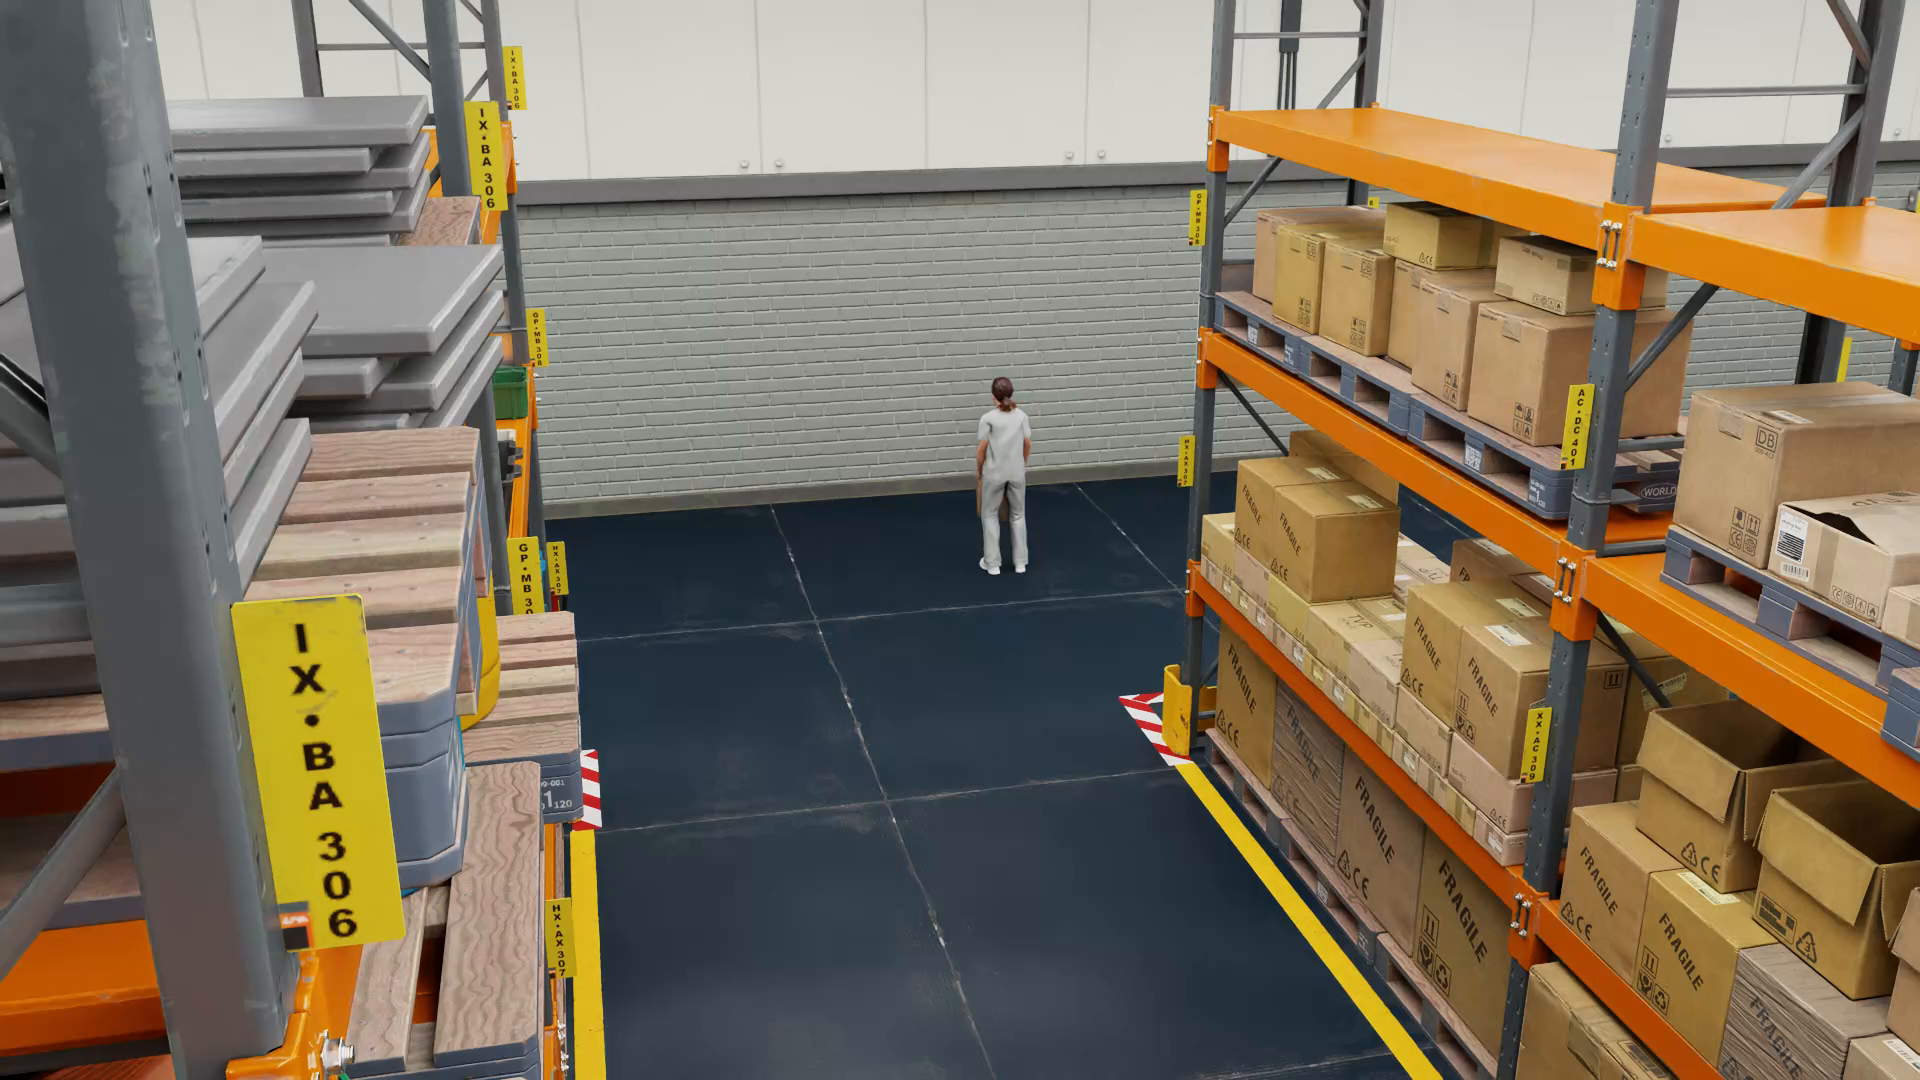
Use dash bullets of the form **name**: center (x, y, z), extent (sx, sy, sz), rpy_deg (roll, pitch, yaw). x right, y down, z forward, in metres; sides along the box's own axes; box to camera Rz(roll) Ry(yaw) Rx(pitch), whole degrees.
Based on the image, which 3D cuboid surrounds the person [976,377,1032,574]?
- **person**: center (0.359, -0.537, 13.849), extent (0.474, 1.676, 0.364), rpy_deg (-5, 20, -14)
